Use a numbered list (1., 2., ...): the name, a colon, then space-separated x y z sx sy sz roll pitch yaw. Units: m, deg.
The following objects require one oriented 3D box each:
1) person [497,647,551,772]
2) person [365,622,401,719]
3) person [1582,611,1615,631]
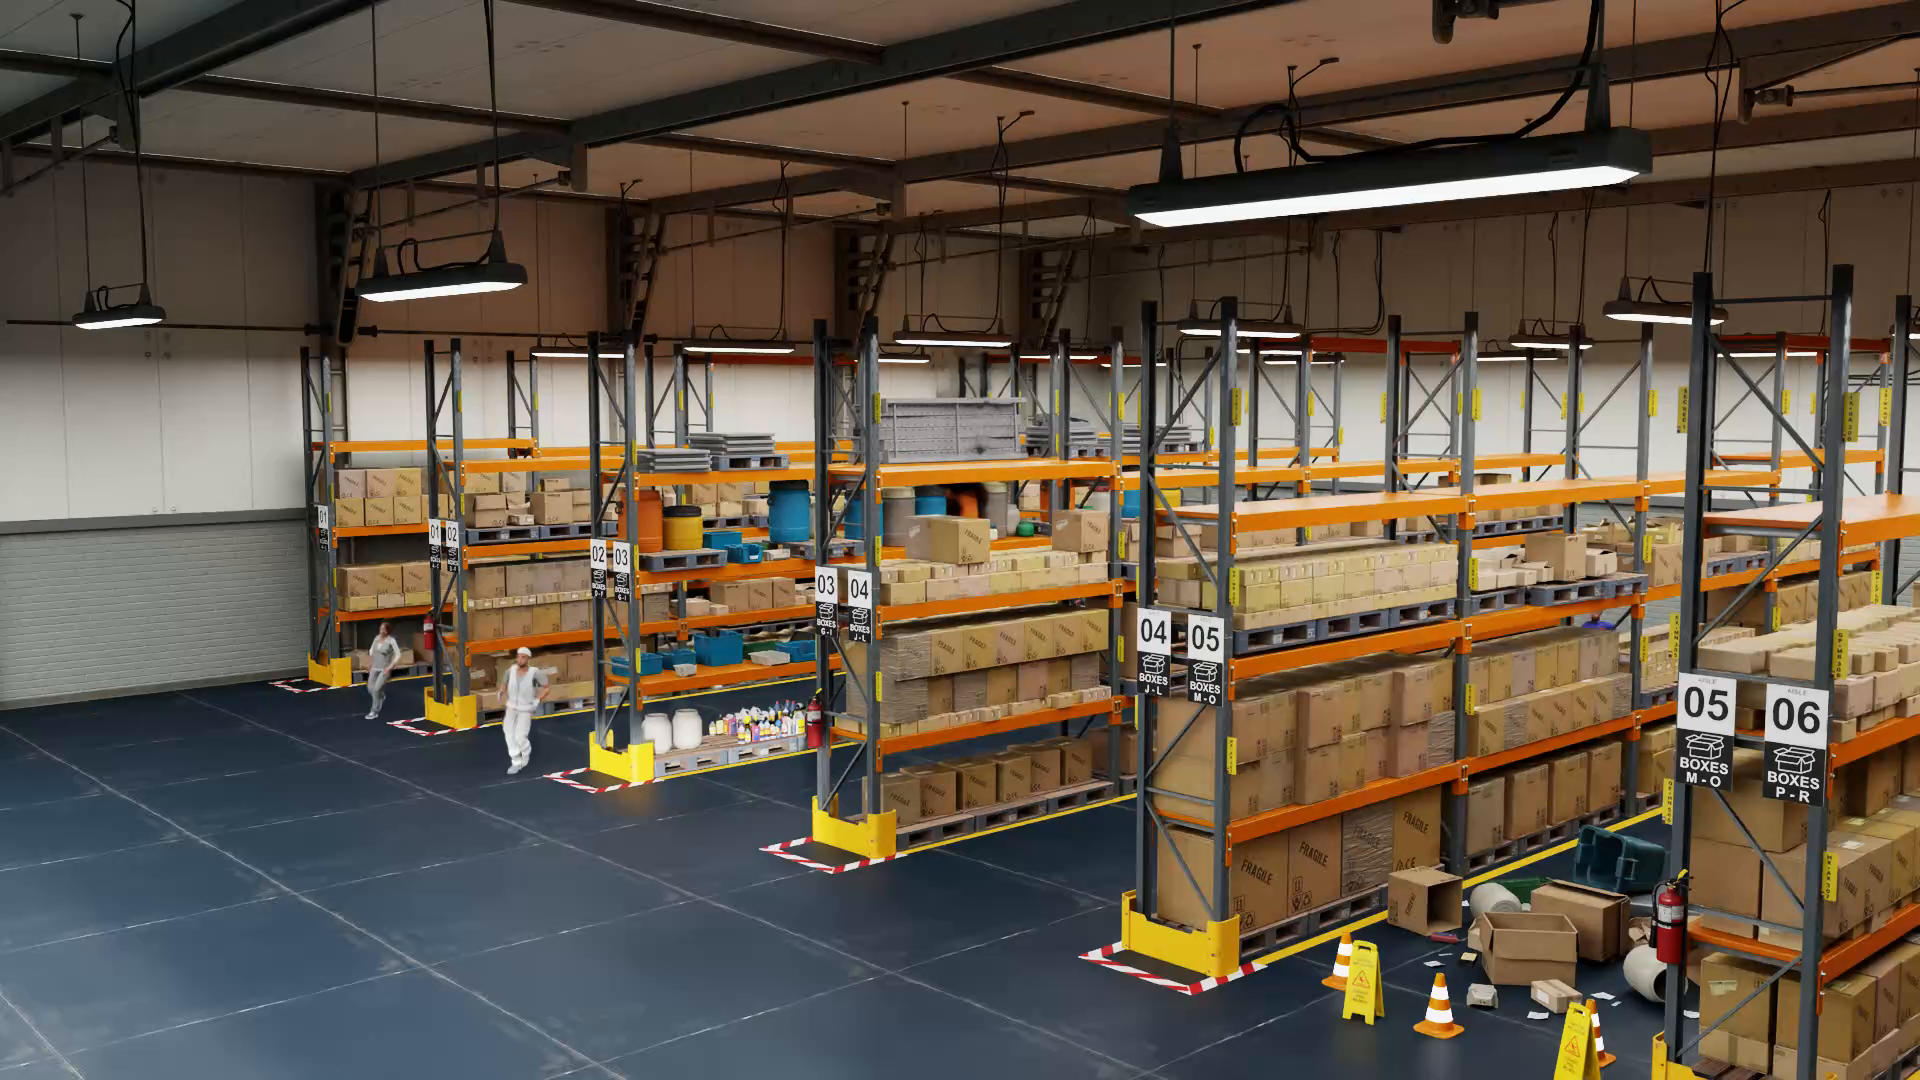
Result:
1. person: -5.962 2.313 22.608 0.675 1.728 0.616 1 5 12
2. person: -9.171 2.073 26.529 0.602 1.526 0.548 1 5 12
3. person: 10.469 1.954 27.372 0.611 1.702 0.775 4 7 40
